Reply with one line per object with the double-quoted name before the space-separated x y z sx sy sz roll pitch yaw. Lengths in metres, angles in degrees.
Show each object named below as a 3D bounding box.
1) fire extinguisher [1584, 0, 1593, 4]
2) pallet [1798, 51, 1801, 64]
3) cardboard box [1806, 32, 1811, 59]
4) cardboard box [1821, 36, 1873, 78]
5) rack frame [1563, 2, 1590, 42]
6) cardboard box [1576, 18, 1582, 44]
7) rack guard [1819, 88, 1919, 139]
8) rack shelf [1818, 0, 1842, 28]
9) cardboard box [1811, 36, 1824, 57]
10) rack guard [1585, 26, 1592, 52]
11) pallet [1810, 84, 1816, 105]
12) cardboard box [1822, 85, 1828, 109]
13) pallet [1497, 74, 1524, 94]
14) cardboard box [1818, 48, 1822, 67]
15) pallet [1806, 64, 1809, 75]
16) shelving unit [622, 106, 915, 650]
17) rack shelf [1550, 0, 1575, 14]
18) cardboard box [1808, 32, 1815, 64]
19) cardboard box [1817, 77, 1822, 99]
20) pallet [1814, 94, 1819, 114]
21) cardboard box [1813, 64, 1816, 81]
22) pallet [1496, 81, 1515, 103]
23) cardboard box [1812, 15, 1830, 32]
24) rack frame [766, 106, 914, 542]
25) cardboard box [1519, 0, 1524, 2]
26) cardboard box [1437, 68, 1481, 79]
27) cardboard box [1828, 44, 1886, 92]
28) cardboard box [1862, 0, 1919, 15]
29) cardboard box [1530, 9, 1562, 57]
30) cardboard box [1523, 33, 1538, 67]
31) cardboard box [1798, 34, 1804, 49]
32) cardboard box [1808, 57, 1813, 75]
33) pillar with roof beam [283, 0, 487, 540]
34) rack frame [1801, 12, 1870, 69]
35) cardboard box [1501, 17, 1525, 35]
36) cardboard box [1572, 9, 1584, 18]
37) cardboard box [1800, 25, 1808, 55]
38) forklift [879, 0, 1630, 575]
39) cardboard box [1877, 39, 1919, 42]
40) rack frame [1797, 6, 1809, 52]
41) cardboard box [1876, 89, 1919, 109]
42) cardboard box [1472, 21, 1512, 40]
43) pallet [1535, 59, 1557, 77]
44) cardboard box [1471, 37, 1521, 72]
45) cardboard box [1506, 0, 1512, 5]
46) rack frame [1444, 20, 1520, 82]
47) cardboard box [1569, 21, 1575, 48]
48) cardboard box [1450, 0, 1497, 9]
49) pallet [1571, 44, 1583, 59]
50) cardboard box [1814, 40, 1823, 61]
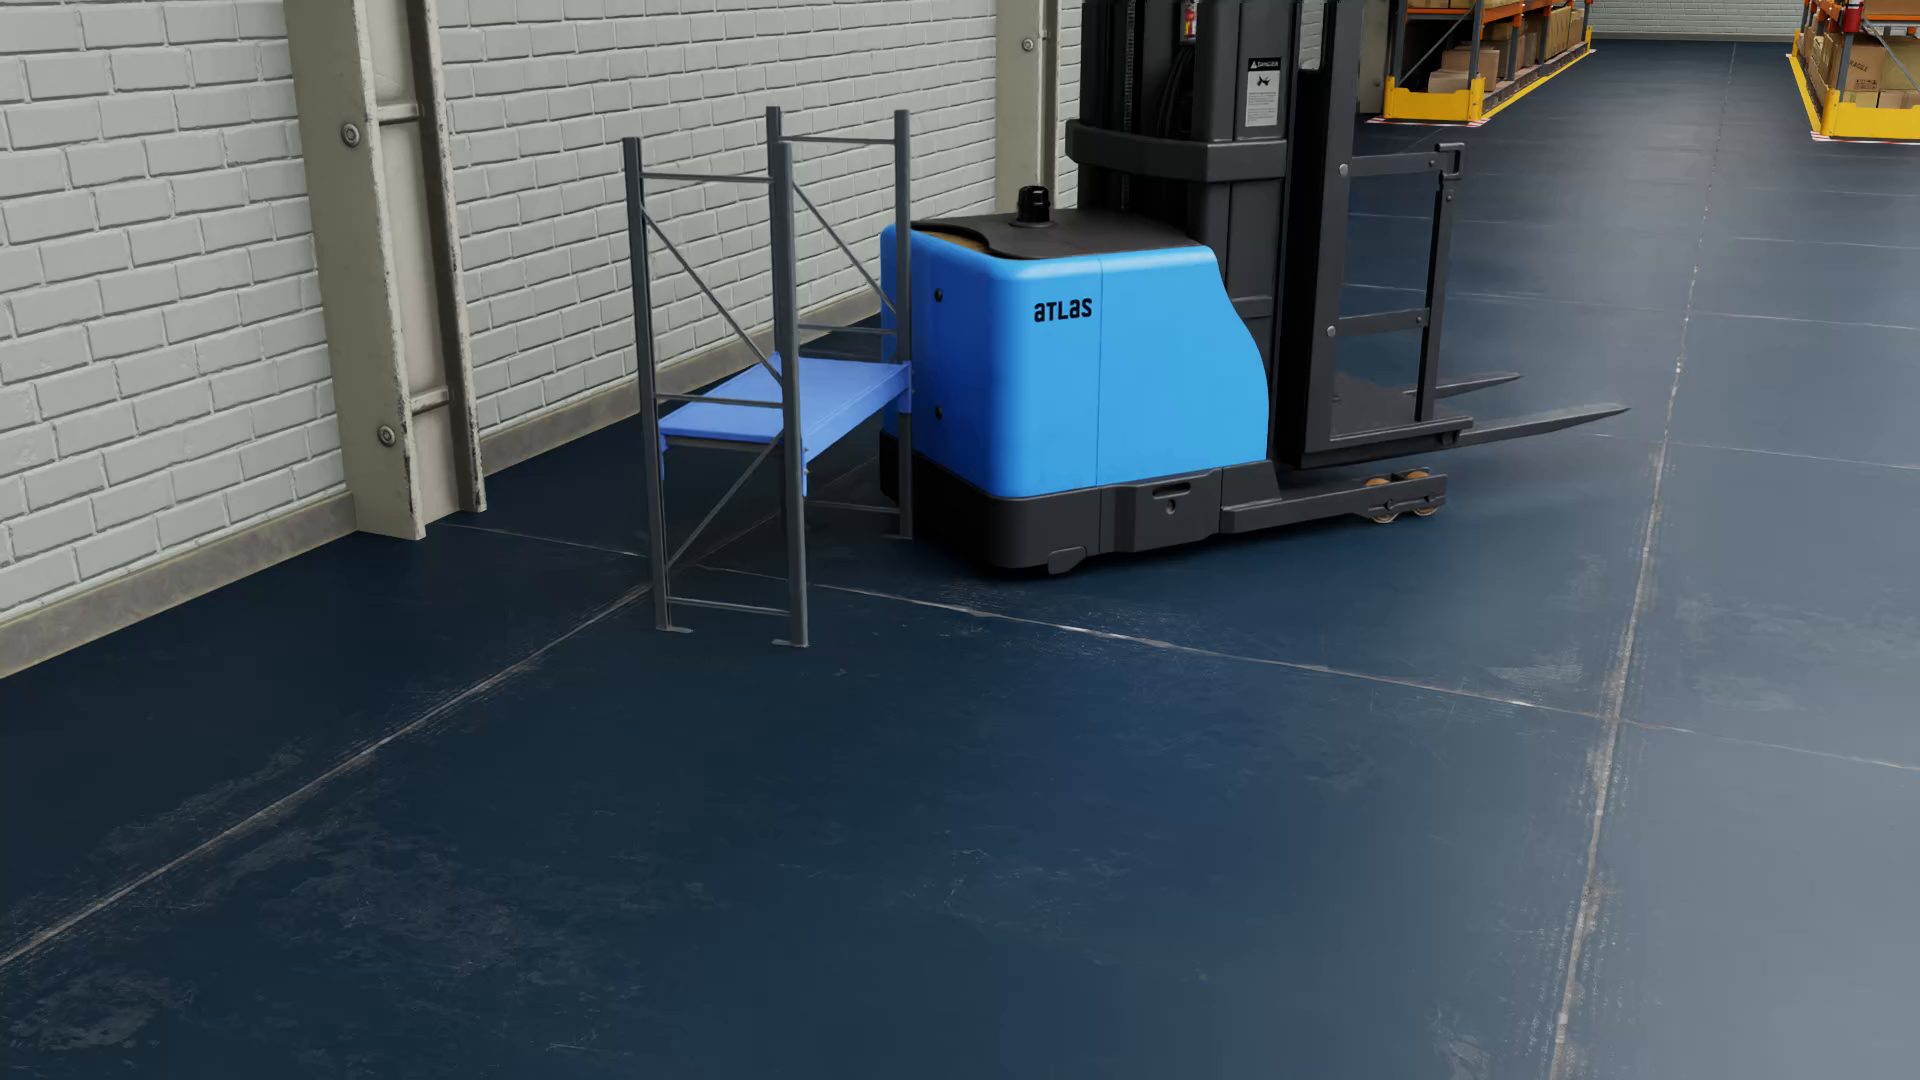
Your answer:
"fire extinguisher" 12.898 -11.325 34.008 0.296 0.674 0.183 9 21 23
"pallet" 16.079 -8.923 30.745 1.003 0.211 1.213 9 21 23
"cardboard box" 14.670 -8.403 28.196 0.500 0.500 0.500 9 21 23
"cardboard box" 11.137 -6.059 20.886 0.500 0.500 0.500 9 21 23
"rack frame" 12.415 -11.554 33.981 1.000 3.000 0.127 9 21 23
"cardboard box" 12.015 -10.194 33.259 0.700 0.500 0.500 8 21 23
"rack guard" 10.374 -4.800 18.718 1.175 0.500 0.348 9 21 23
"rack shelf" 12.841 -7.480 23.598 1.077 0.370 4.000 9 21 23
"cardboard box" 13.178 -7.477 25.156 0.500 0.311 0.500 9 22 25
"rack guard" 12.425 -10.384 34.421 1.175 0.500 0.348 9 21 23
"pallet" 12.288 -6.124 22.874 1.003 0.211 1.213 9 21 23
"cardboard box" 10.528 -5.246 19.720 0.500 0.250 0.500 9 21 23
"pallet" 7.819 -6.810 24.803 1.003 0.211 1.213 9 21 23
"cardboard box" 11.927 -6.537 22.514 0.500 0.311 0.500 9 21 23
"pallet" 14.501 -7.711 27.336 1.003 0.211 1.213 9 21 23
"shelving unit" -0.558 -0.567 5.325 0.538 1.500 1.048 6 20 16
"rack shelf" 9.958 -9.381 28.944 1.077 0.370 4.000 9 21 23
"cardboard box" 14.041 -7.936 26.881 0.500 0.500 0.500 8 21 21
"cardboard box" 11.137 -5.705 21.012 0.500 0.250 0.500 9 21 23
"pallet" 11.658 -5.656 21.558 1.003 0.211 1.213 9 21 23
"cardboard box" 12.345 -6.587 23.491 0.500 0.250 0.500 9 21 24
"pallet" 7.259 -6.362 23.543 1.003 0.211 1.213 9 21 23
"cardboard box" 14.263 -8.462 27.242 0.500 0.250 0.500 8 21 22
"rack frame" -0.410 -0.730 5.784 0.500 1.500 0.032 6 20 16
"cardboard box" 7.584 -7.638 23.164 0.500 0.250 0.500 9 21 23
"cardboard box" 6.462 -5.977 21.655 0.500 0.311 0.500 11 22 27
"cardboard box" 10.332 -5.445 19.161 0.500 0.500 0.500 9 21 23
"cardboard box" 10.587 -6.173 18.700 0.700 0.500 0.500 9 21 23
"cardboard box" 9.925 -8.767 28.727 0.750 0.750 0.750 8 21 22
"cardboard box" 8.892 -7.911 26.811 0.700 0.500 0.500 9 21 23
"cardboard box" 16.045 -9.354 31.243 0.500 0.250 0.500 9 21 23
"cardboard box" 12.973 -7.059 24.818 0.500 0.250 0.500 8 21 21
"pillar with roof beam" 1.918 -3.729 3.025 9.100 9.000 0.400 9 21 23
"rack frame" 15.298 -9.653 28.635 1.000 3.000 0.127 9 21 23
"cardboard box" 8.602 -8.099 26.219 0.500 0.250 0.500 9 21 24
"cardboard box" 12.230 -10.510 33.180 0.380 0.149 0.250 9 22 24
"cardboard box" 15.273 -8.896 29.579 0.500 0.500 0.500 9 21 23
"forklift" 1.251 -1.589 6.063 3.031 2.935 1.130 -9 22 -25
"cardboard box" 11.424 -5.832 20.248 0.500 0.500 0.500 9 21 23
"rack frame" 16.936 -10.876 32.073 1.000 3.000 0.127 9 21 23
"cardboard box" 10.807 -5.020 19.086 0.500 0.250 0.500 9 21 23
"cardboard box" 7.965 -7.631 24.905 0.500 0.250 0.500 8 21 22
"pallet" 9.531 -8.026 28.221 1.003 0.211 1.213 9 21 23
"cardboard box" 8.199 -7.458 25.537 0.700 0.500 0.500 9 21 23
"cardboard box" 6.976 -7.177 21.868 0.500 0.250 0.500 9 21 23
"rack frame" 7.501 -7.886 23.666 1.000 3.000 0.127 9 21 23
"cardboard box" 11.386 -9.719 31.925 0.700 0.500 0.500 8 21 22
"cardboard box" 6.353 -6.708 20.547 0.500 0.250 0.500 8 21 21
"pallet" 11.658 -9.614 32.686 1.003 0.211 1.213 9 21 23
"cardboard box" 12.550 -7.002 23.822 0.500 0.311 0.500 8 21 22
